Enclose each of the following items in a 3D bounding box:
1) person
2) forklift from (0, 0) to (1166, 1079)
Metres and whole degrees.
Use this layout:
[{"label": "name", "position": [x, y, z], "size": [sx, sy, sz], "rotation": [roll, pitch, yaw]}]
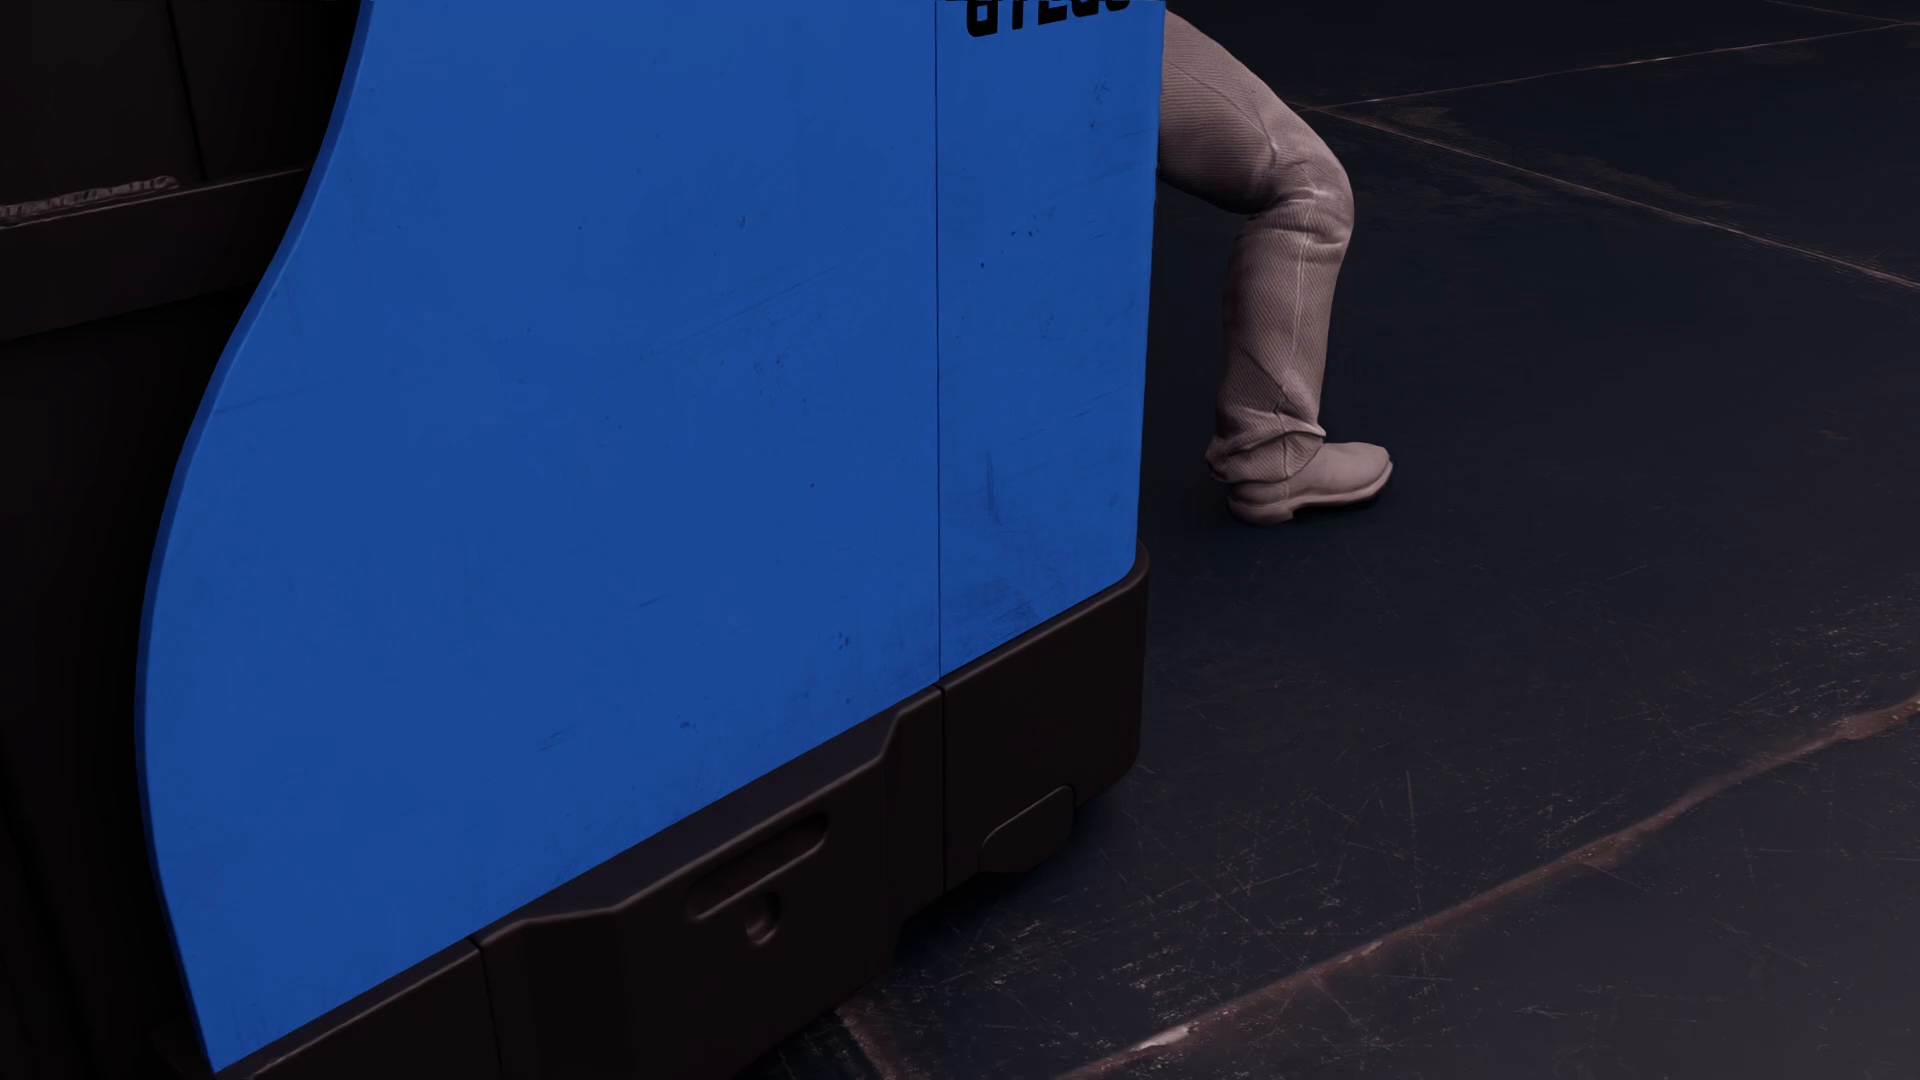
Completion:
[{"label": "person", "position": [0.343, -0.895, 2.573], "size": [0.804, 1.536, 0.893], "rotation": [-10, 28, -18]}, {"label": "forklift", "position": [-1.181, -0.685, 0.610], "size": [1.130, 2.935, 3.031], "rotation": [23, 35, 38]}]
